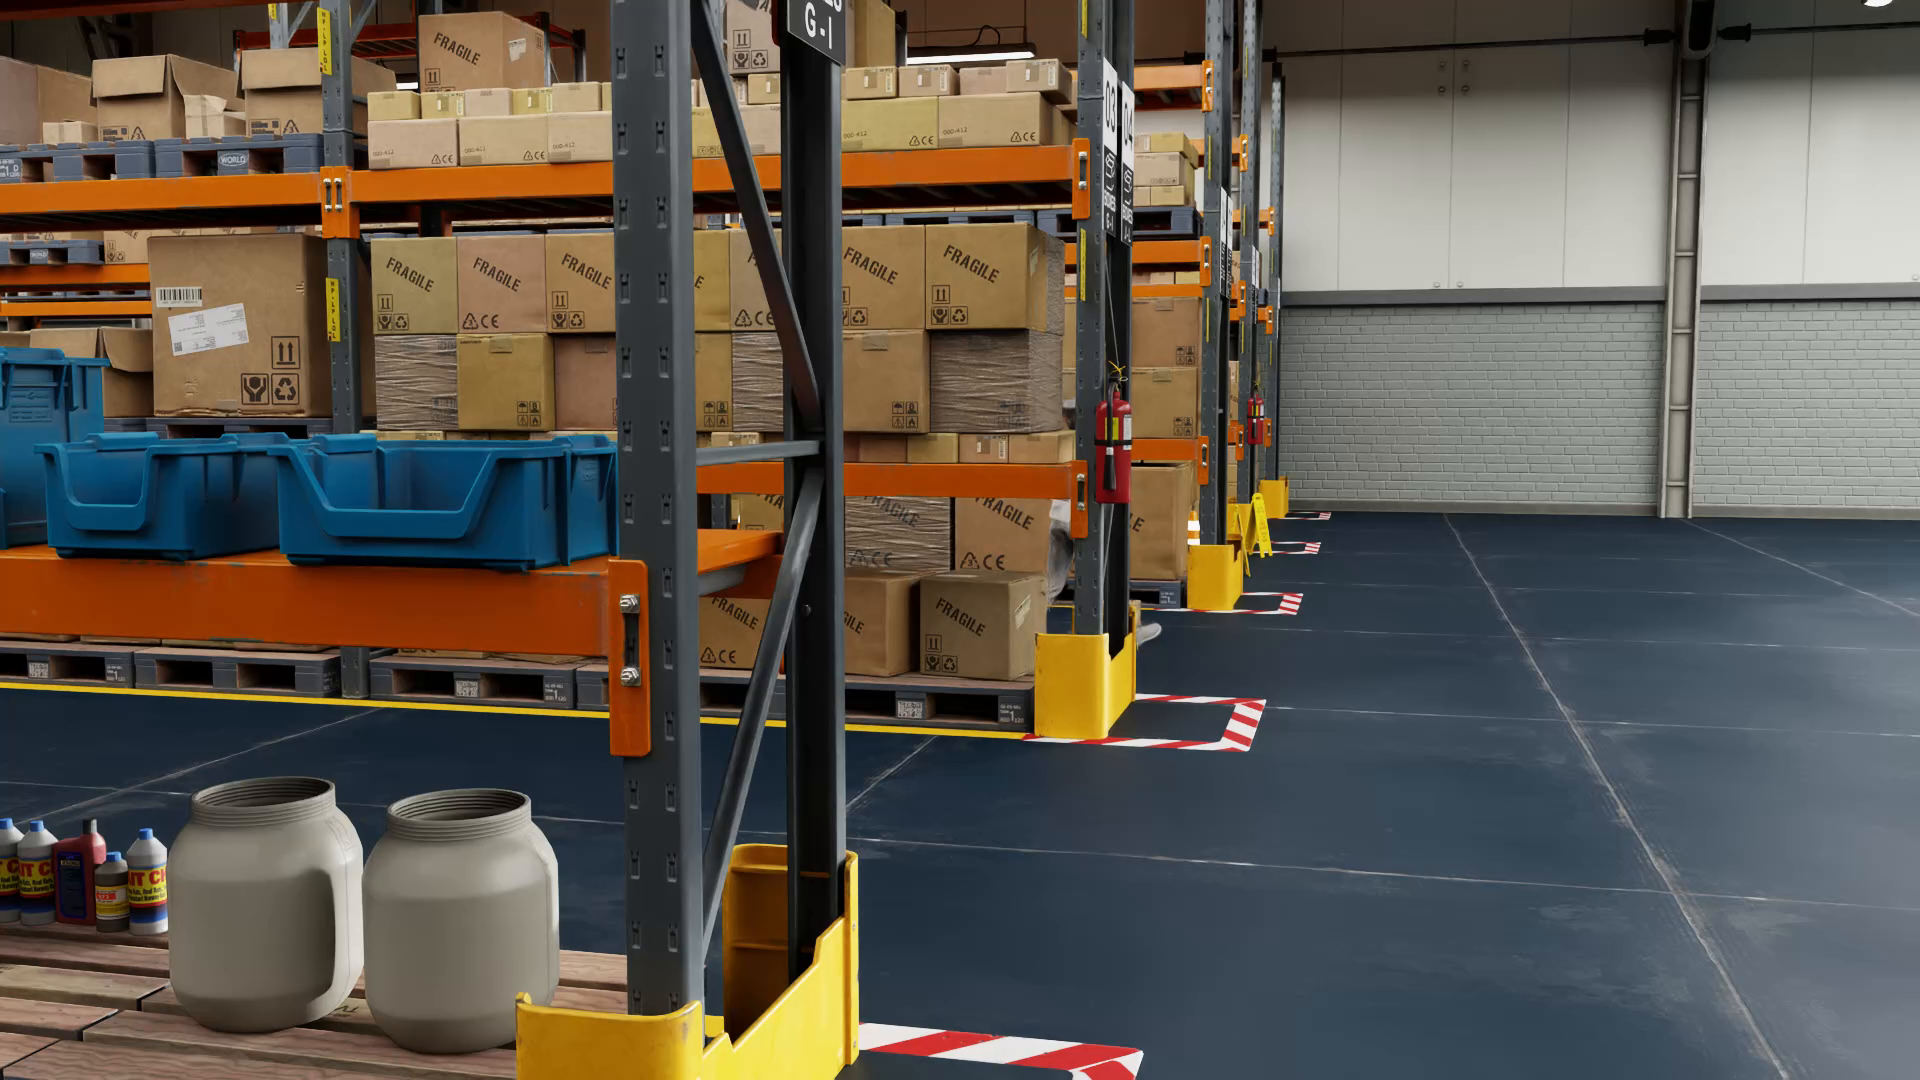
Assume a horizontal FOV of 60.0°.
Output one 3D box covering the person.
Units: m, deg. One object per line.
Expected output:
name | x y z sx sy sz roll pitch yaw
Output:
person | 0.800 -0.105 10.535 1.028 1.609 0.510 -4 6 -38
